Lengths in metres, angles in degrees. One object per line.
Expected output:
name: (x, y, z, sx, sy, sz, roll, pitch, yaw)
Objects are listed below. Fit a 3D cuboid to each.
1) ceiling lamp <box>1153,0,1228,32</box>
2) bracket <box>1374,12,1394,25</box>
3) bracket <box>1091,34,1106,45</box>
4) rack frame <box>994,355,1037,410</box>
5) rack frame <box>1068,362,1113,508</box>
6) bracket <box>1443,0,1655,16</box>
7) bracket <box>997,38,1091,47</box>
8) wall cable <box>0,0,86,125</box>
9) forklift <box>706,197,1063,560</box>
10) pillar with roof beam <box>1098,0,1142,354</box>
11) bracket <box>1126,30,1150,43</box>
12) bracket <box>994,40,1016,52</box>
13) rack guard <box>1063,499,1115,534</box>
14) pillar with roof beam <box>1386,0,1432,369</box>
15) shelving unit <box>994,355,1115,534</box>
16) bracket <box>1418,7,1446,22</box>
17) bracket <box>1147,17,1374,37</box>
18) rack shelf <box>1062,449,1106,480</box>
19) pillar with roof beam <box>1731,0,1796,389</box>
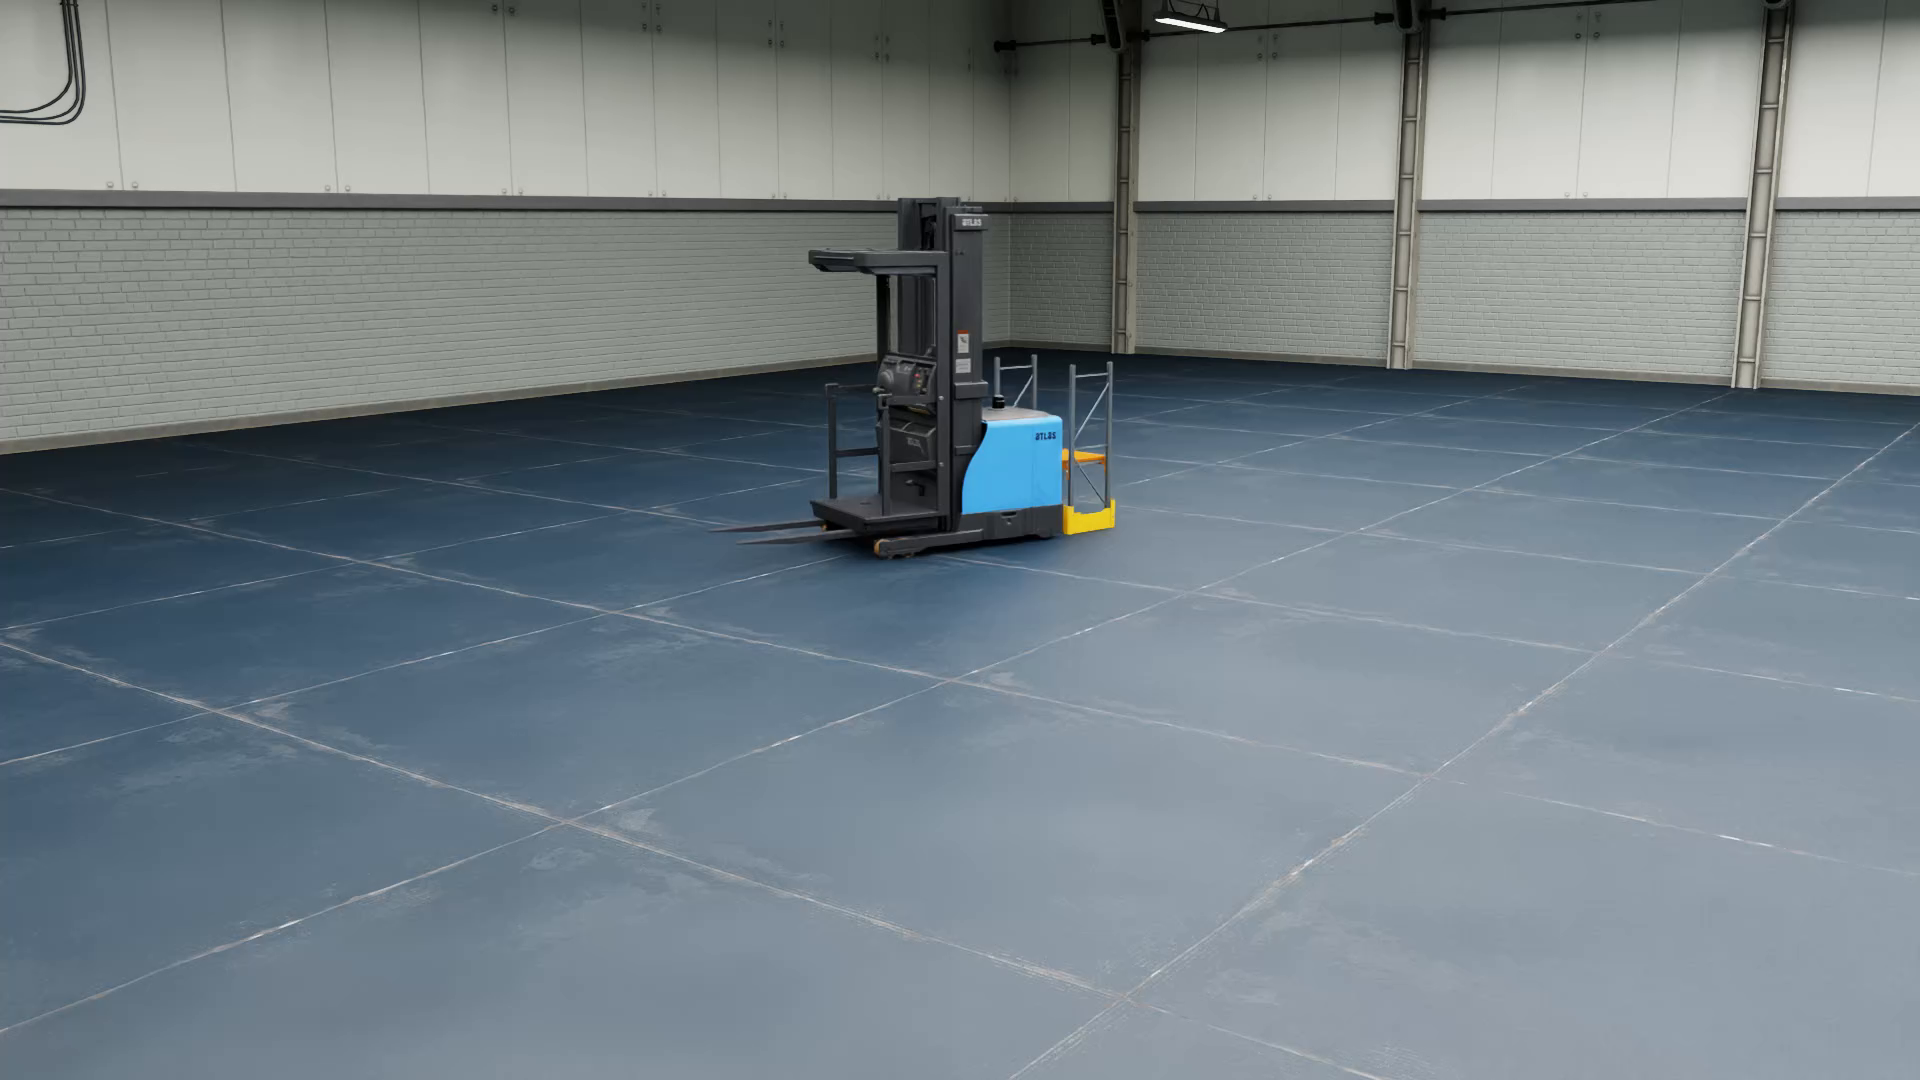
ceiling lamp: (3.579, -9.981, 27.060, 0.800, 3.185, 2.000, 8, 13, 36)
bracket: (7.692, -9.394, 29.917, 0.430, 0.232, 0.235, 8, 13, 36)
bracket: (2.856, -10.068, 33.404, 0.430, 0.232, 0.235, 8, 13, 36)
rack frame: (0.520, -0.975, 15.623, 0.500, 1.500, 0.032, -9, 14, -38)
rack frame: (1.163, -0.826, 14.850, 0.500, 1.500, 0.032, -9, 14, -38)
bracket: (10.437, -9.011, 27.937, 4.783, 0.066, 0.076, 8, 13, 36)
bracket: (1.421, -10.268, 34.438, 3.189, 0.066, 0.076, 8, 13, 36)
wall cable: (-11.205, -7.141, 18.797, 0.169, 6.003, 2.305, 8, 13, 36)
forklift: (-0.627, -1.392, 14.009, 3.031, 2.935, 1.130, -6, 13, -30)
pillar with roof beam: (0.852, -7.650, 30.379, 0.548, 9.000, 9.100, 8, 13, 36)
bracket: (3.525, -9.975, 32.921, 0.430, 0.232, 0.235, 8, 13, 36)
bracket: (0.945, -10.335, 34.781, 0.430, 0.232, 0.235, 8, 13, 36)
rack guard: (1.162, -0.212, 14.969, 0.587, 0.250, 0.087, -9, 14, -38)
pillar with roof beam: (5.688, -6.975, 26.892, 0.548, 9.000, 9.100, 8, 13, 36)
shelving unit: (0.847, -0.899, 15.230, 0.587, 1.500, 1.083, -9, 14, -38)
bracket: (8.361, -9.300, 29.435, 0.430, 0.232, 0.235, 8, 13, 36)
bracket: (5.601, -9.685, 31.424, 4.783, 0.066, 0.076, 8, 13, 36)
rack shelf: (0.841, -0.724, 15.271, 0.538, 0.185, 1.000, -9, 14, -38)
pillar with roof beam: (10.524, -6.300, 23.405, 0.548, 9.000, 9.100, 8, 13, 36)
